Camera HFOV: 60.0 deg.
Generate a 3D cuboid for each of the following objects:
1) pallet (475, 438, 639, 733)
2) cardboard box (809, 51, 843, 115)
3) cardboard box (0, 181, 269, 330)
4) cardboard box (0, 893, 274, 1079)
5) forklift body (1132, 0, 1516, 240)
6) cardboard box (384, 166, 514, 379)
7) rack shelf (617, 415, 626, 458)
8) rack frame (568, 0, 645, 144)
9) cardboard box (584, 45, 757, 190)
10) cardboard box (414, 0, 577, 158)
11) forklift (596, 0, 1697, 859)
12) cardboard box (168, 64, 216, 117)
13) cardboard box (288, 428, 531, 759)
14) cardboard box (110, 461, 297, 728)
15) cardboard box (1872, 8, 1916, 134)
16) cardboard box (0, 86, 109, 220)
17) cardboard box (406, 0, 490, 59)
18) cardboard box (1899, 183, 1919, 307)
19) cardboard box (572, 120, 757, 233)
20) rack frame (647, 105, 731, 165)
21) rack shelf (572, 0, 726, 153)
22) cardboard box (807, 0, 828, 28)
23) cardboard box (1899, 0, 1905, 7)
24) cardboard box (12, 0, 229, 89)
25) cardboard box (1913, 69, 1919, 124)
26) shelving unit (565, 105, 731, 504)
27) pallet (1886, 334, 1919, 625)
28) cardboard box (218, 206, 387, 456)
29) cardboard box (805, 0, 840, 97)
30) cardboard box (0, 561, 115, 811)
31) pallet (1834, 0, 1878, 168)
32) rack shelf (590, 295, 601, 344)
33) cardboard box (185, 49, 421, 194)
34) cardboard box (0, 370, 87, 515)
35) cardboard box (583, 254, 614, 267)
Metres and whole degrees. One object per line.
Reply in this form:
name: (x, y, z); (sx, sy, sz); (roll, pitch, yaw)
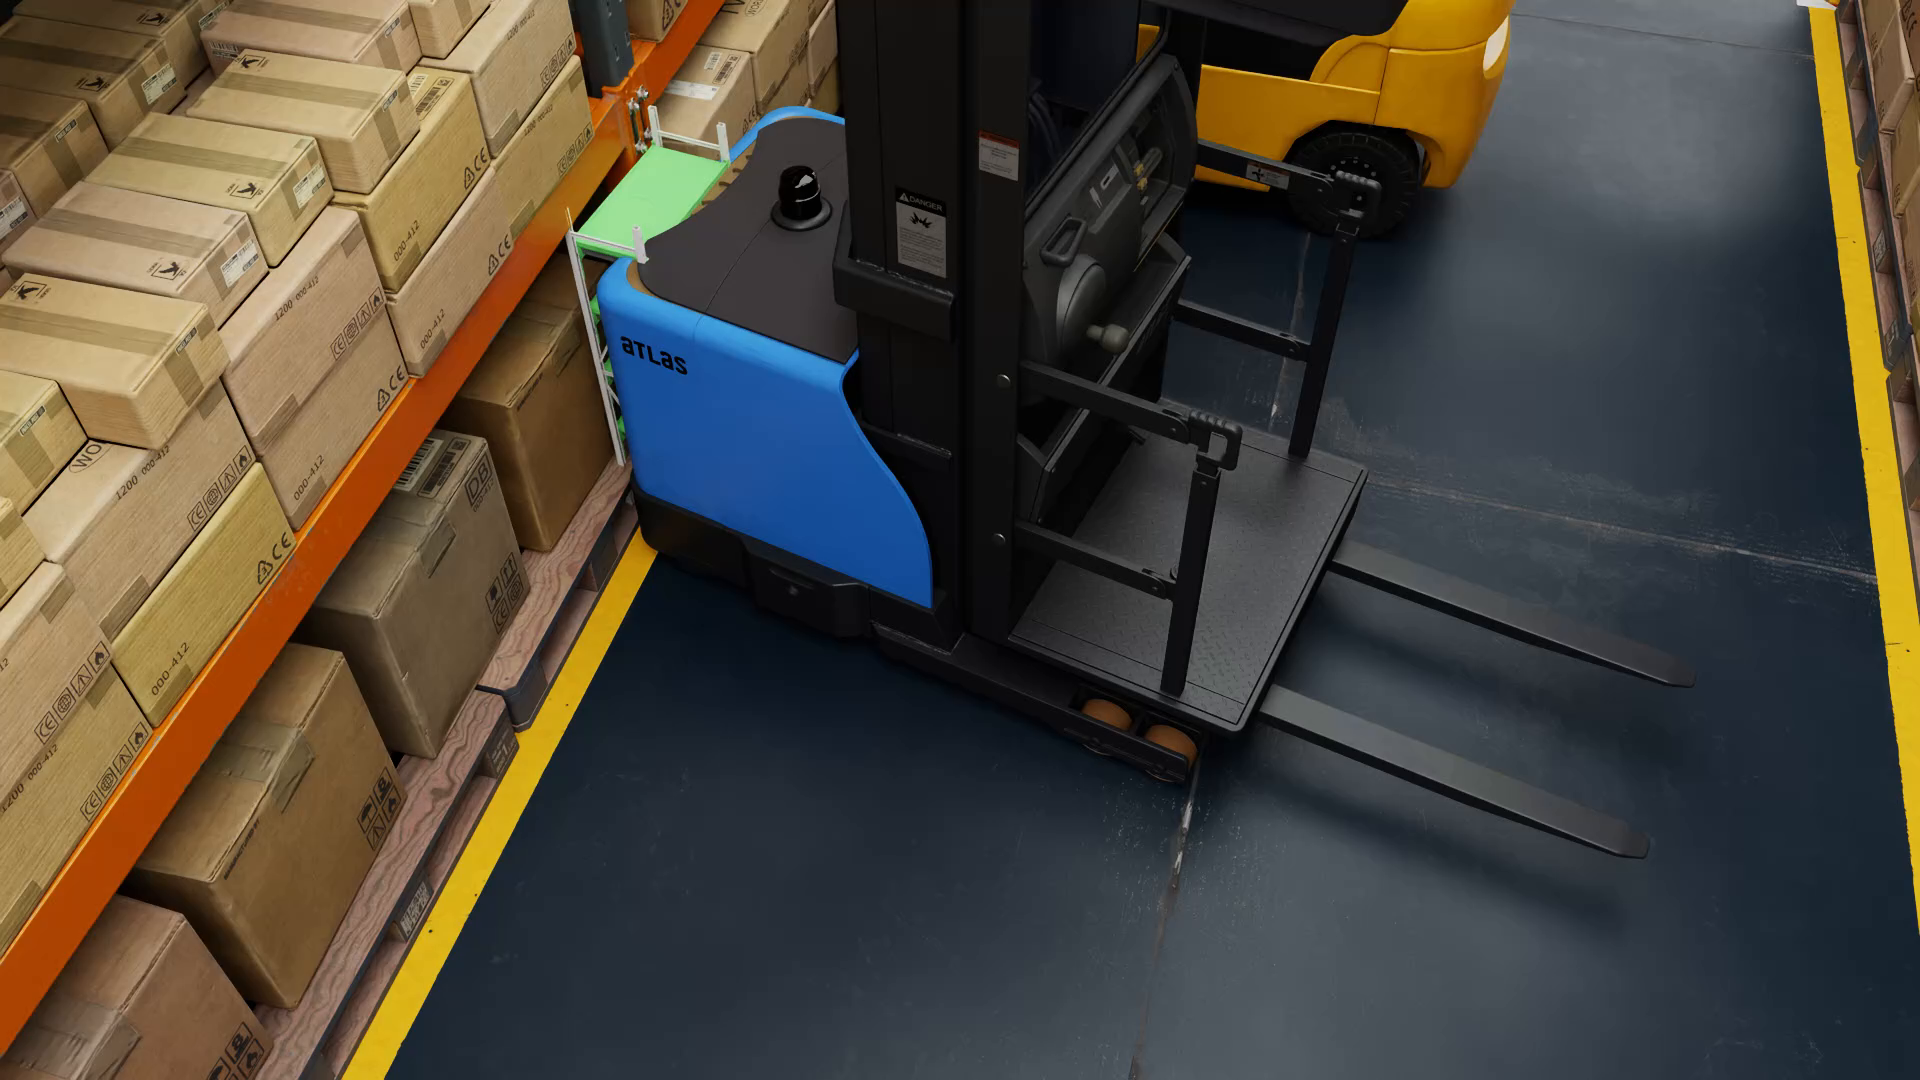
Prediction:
pallet: (-1.565, -0.046, 5.150); (1.003, 0.211, 1.213); (12, 50, 10)
cardboard box: (-0.723, -1.768, 6.364); (0.500, 0.250, 0.500); (12, 50, 11)
cardboard box: (-1.592, -0.536, 3.223); (0.380, 0.149, 0.250); (12, 50, 10)
cardboard box: (-2.120, 1.108, 3.575); (0.875, 0.625, 0.625); (13, 50, 11)
forklift body: (0.905, -2.390, 5.925); (2.313, 2.155, 1.214); (12, 50, 10)
cardboard box: (-1.416, -0.679, 3.948); (0.500, 0.250, 0.500); (11, 50, 10)
rack shelf: (-0.860, -0.438, 5.234); (0.258, 0.148, 0.480); (17, 52, 14)
rack frame: (-1.409, -1.509, 4.581); (1.000, 3.000, 0.127); (12, 50, 10)
cardboard box: (-0.979, -1.357, 5.334); (0.500, 0.250, 0.500); (11, 49, 9)
cardboard box: (-1.291, -1.219, 4.092); (0.500, 0.250, 0.500); (11, 49, 9)
forklift: (0.555, -0.754, 3.961); (3.031, 2.935, 1.130); (21, 52, 18)
cardboard box: (-1.932, -0.947, 3.852); (0.500, 0.250, 0.500); (11, 50, 10)
cardboard box: (-1.747, 0.077, 4.485); (0.875, 0.625, 0.625); (11, 50, 10)
cardboard box: (-1.705, 0.049, 3.306); (0.500, 0.250, 0.500); (13, 50, 11)
cardboard box: (3.813, -1.758, 6.355); (0.500, 0.250, 0.500); (13, 50, 11)
cardboard box: (-2.033, -0.817, 3.471); (0.380, 0.149, 0.250); (12, 50, 10)
cardboard box: (-1.335, -1.276, 3.876); (0.380, 0.149, 0.250); (11, 49, 9)
cardboard box: (3.546, -0.996, 5.682); (0.500, 0.250, 0.500); (12, 50, 11)
cardboard box: (-0.984, -1.193, 5.522); (0.500, 0.250, 0.500); (11, 50, 10)
rack frame: (-0.771, -0.807, 5.150); (0.240, 1.200, 0.015); (17, 52, 14)
rack shelf: (-0.882, -2.718, 6.128); (1.077, 0.370, 4.000); (12, 50, 10)
cardboard box: (-0.715, -2.087, 5.978); (0.500, 0.250, 0.500); (13, 50, 11)
cardboard box: (3.949, -2.357, 6.383); (0.500, 0.500, 0.500); (10, 49, 9)
cardboard box: (-1.896, -1.181, 3.792); (0.380, 0.149, 0.250); (11, 50, 10)
cardboard box: (3.676, -1.616, 5.730); (0.500, 0.500, 0.500); (12, 50, 11)
shelving unit: (-0.862, -0.635, 5.003); (0.258, 1.200, 0.503); (17, 52, 14)
pallet: (3.524, -0.102, 5.200); (1.003, 0.211, 1.213); (12, 50, 10)
cardboard box: (-1.560, -0.477, 3.437); (0.500, 0.250, 0.500); (12, 50, 11)
cardboard box: (-0.710, -1.919, 6.163); (0.500, 0.250, 0.500); (11, 50, 10)
cardboard box: (-1.821, 0.259, 2.788); (0.500, 0.250, 0.500); (10, 49, 9)
pallet: (4.166, -1.867, 6.757); (1.003, 0.211, 1.213); (12, 50, 10)
rack shelf: (-0.862, -0.749, 4.869); (0.258, 0.148, 0.480); (17, 52, 14)
cardboard box: (-1.391, -0.893, 3.538); (0.380, 0.149, 0.250); (10, 49, 9)
cardboard box: (-1.789, -0.179, 2.908); (0.380, 0.149, 0.250); (12, 50, 10)
cardboard box: (-0.962, -1.023, 5.706); (0.500, 0.250, 0.500); (12, 50, 10)
